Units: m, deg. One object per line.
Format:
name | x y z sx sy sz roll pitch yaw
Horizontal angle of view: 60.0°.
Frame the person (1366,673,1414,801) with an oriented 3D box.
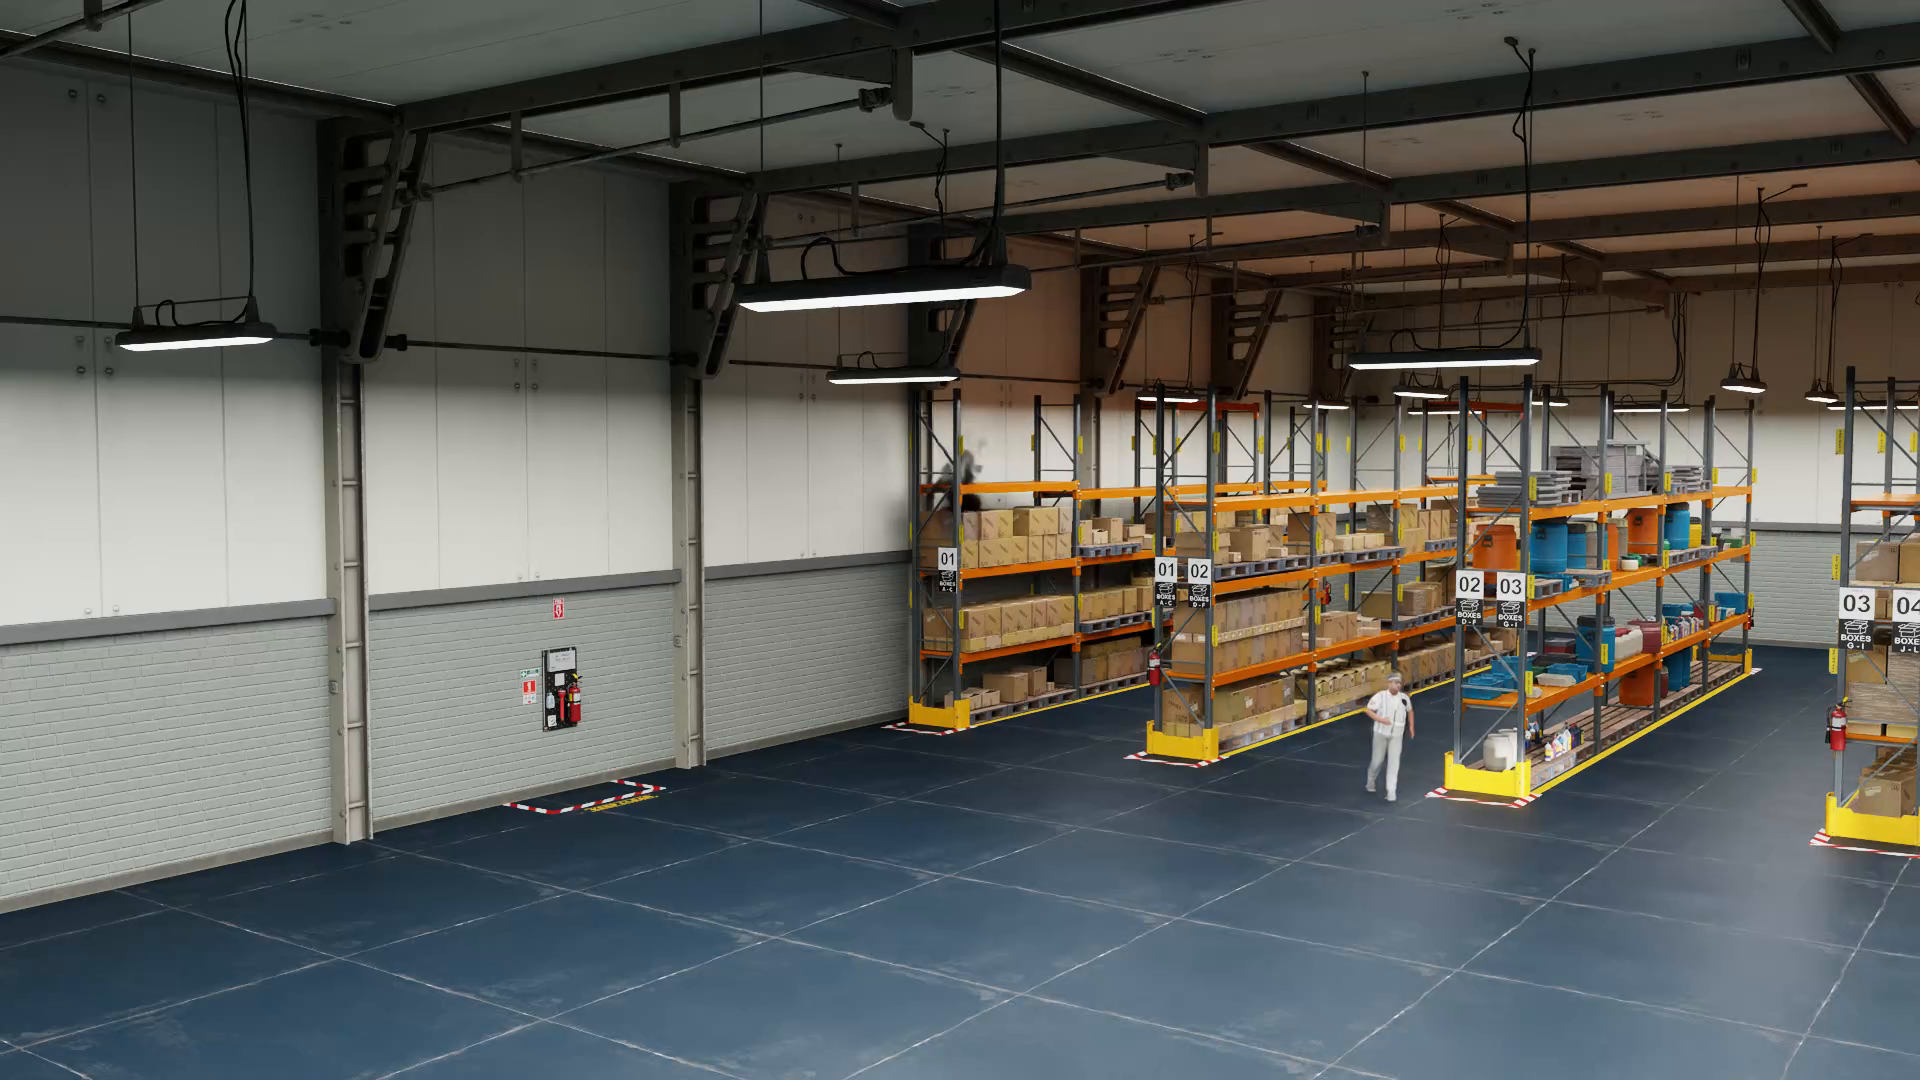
person | 6.129 2.754 23.590 0.713 1.728 0.977 0 3 2
